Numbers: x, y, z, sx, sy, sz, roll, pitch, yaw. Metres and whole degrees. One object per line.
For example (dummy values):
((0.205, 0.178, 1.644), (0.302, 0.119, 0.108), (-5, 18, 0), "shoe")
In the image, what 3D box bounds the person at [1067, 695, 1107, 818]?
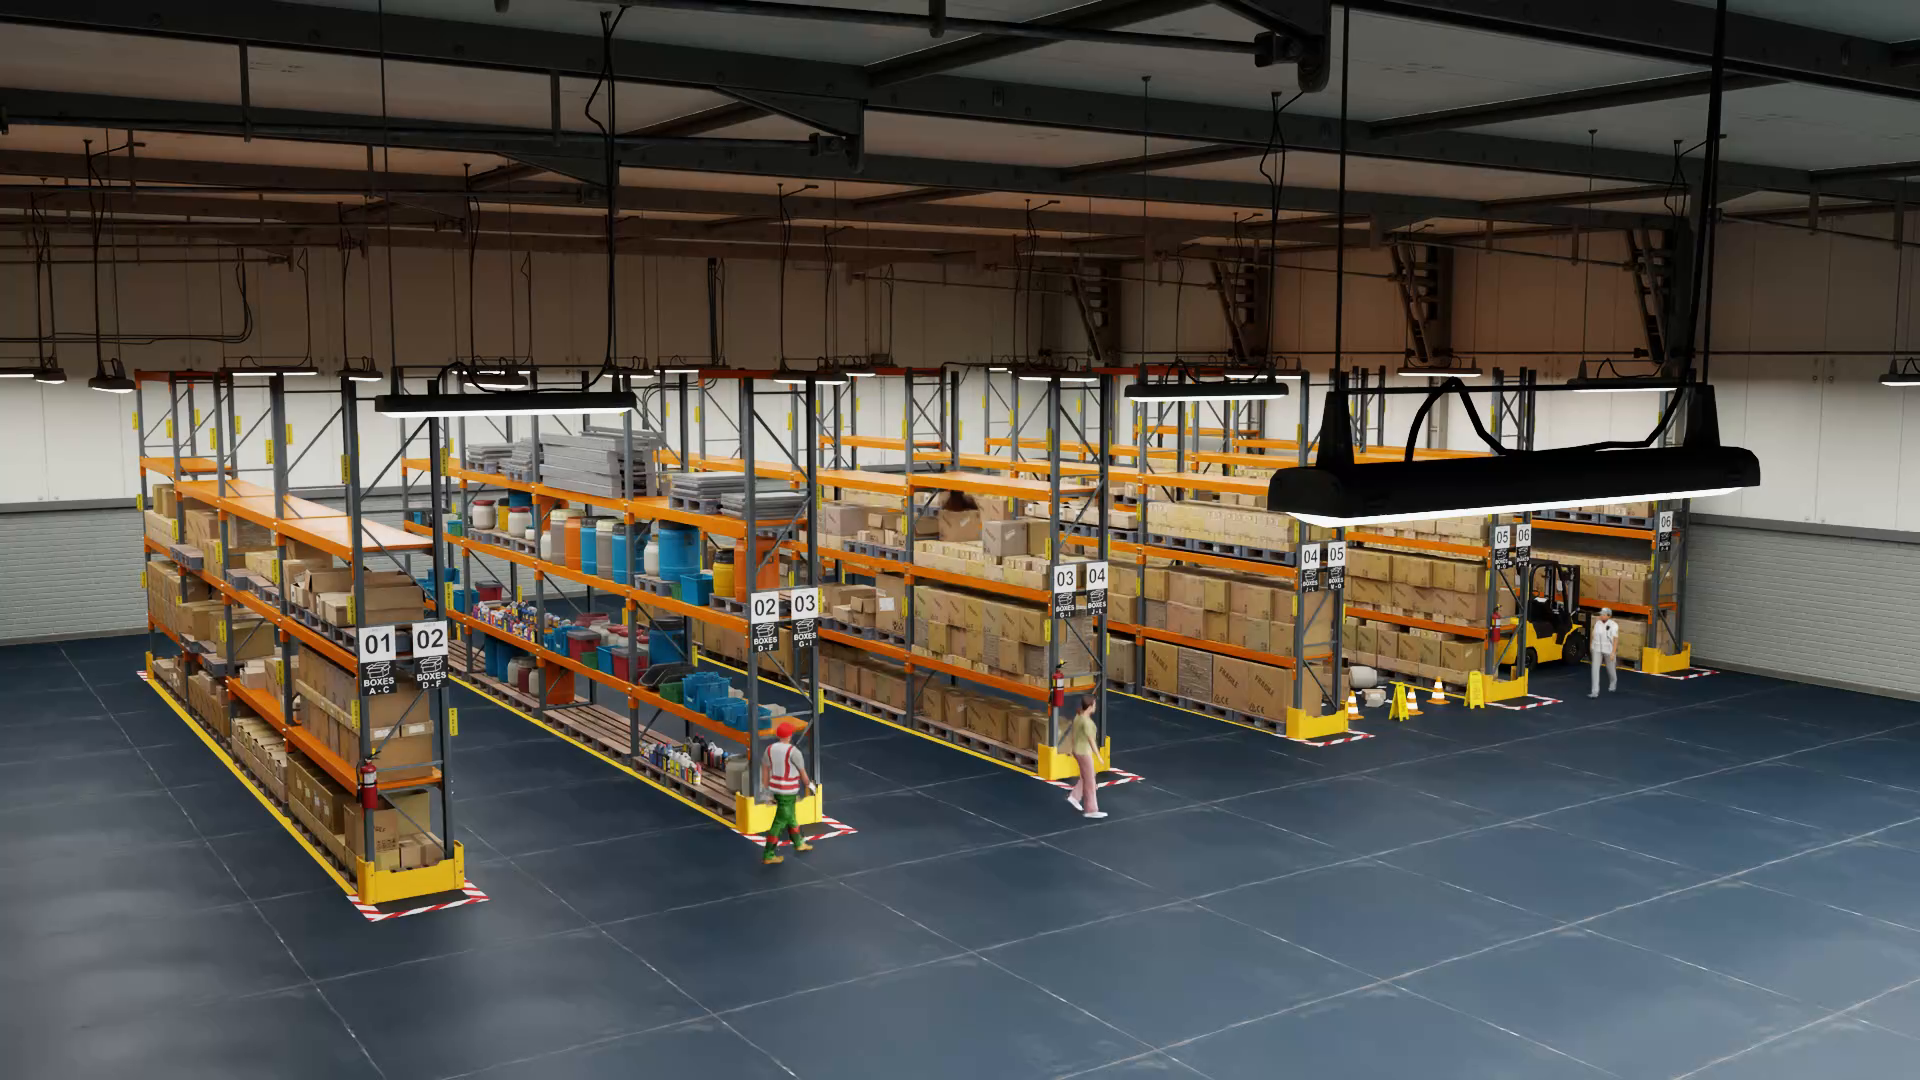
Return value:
((1.723, 2.946, 22.727), (0.511, 1.677, 0.621), (-1, 7, -12), "person")

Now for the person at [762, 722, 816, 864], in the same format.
((-2.089, 3.102, 20.665), (0.519, 1.754, 0.931), (6, 9, 44), "person")

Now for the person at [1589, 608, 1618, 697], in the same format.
((11.897, 2.049, 30.694), (0.468, 1.626, 0.921), (4, 7, 31), "person")
